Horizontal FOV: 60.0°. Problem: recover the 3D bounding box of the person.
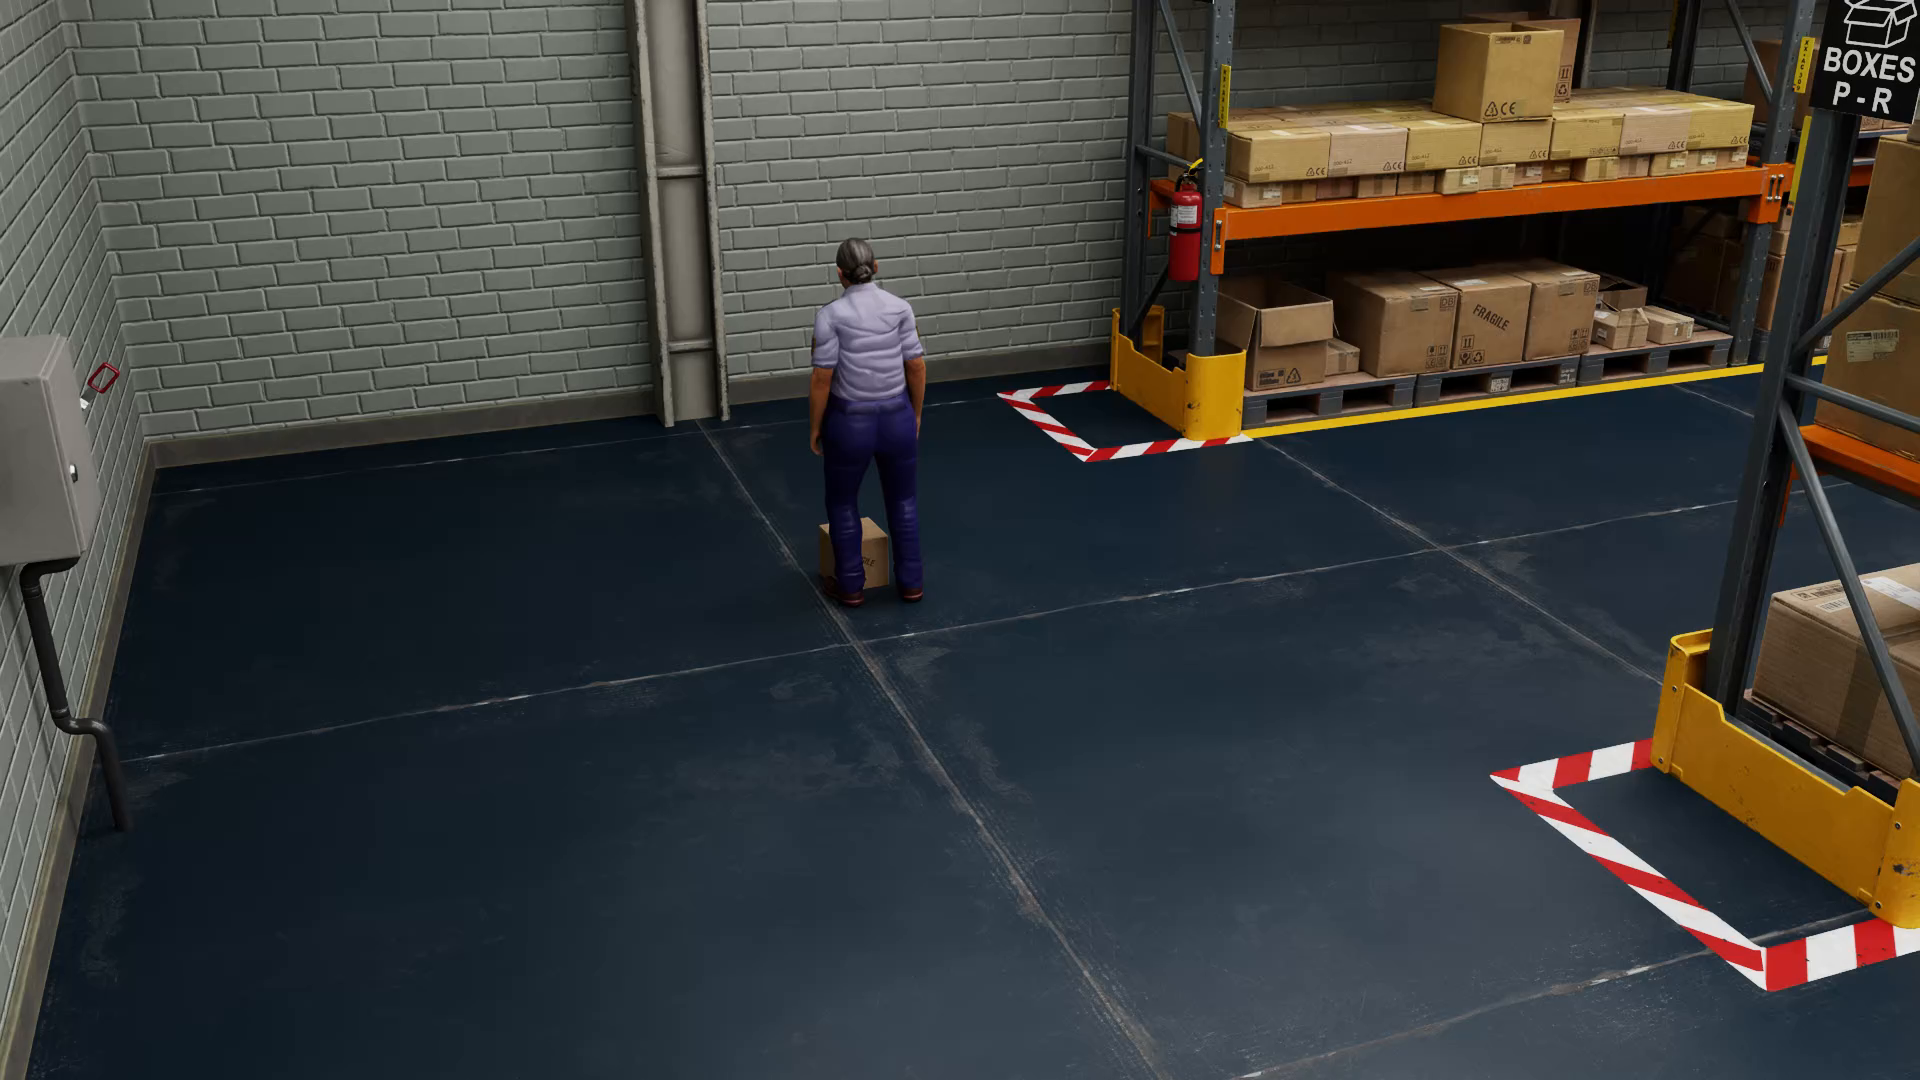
[{"bbox_3d":[-0.405,-0.501,7.301,0.540,1.652,0.413,-8,24,-19],"label":"person"}]
